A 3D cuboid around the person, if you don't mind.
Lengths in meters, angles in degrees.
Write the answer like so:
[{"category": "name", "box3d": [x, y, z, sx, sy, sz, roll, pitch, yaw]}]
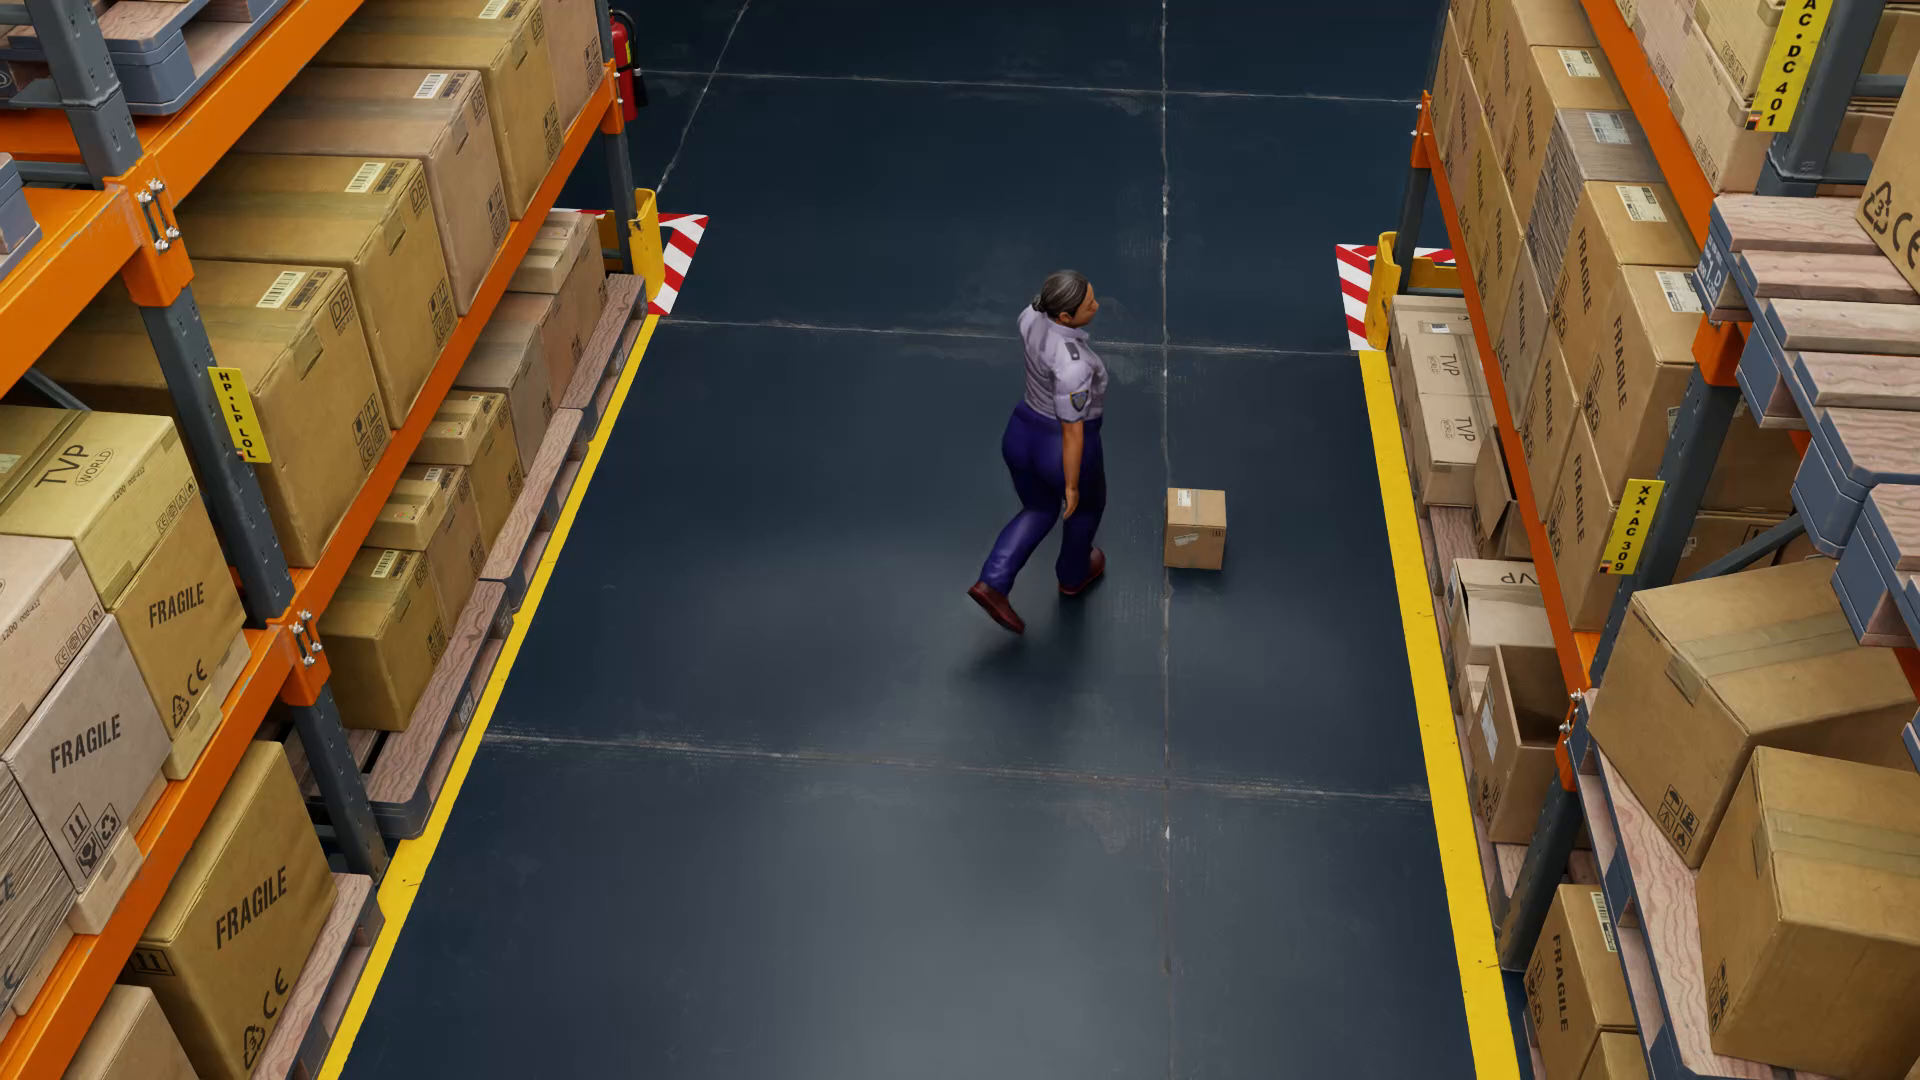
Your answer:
[{"category": "person", "box3d": [0.340, -0.355, 6.596, 0.770, 1.596, 0.474, -30, 49, -31]}]
